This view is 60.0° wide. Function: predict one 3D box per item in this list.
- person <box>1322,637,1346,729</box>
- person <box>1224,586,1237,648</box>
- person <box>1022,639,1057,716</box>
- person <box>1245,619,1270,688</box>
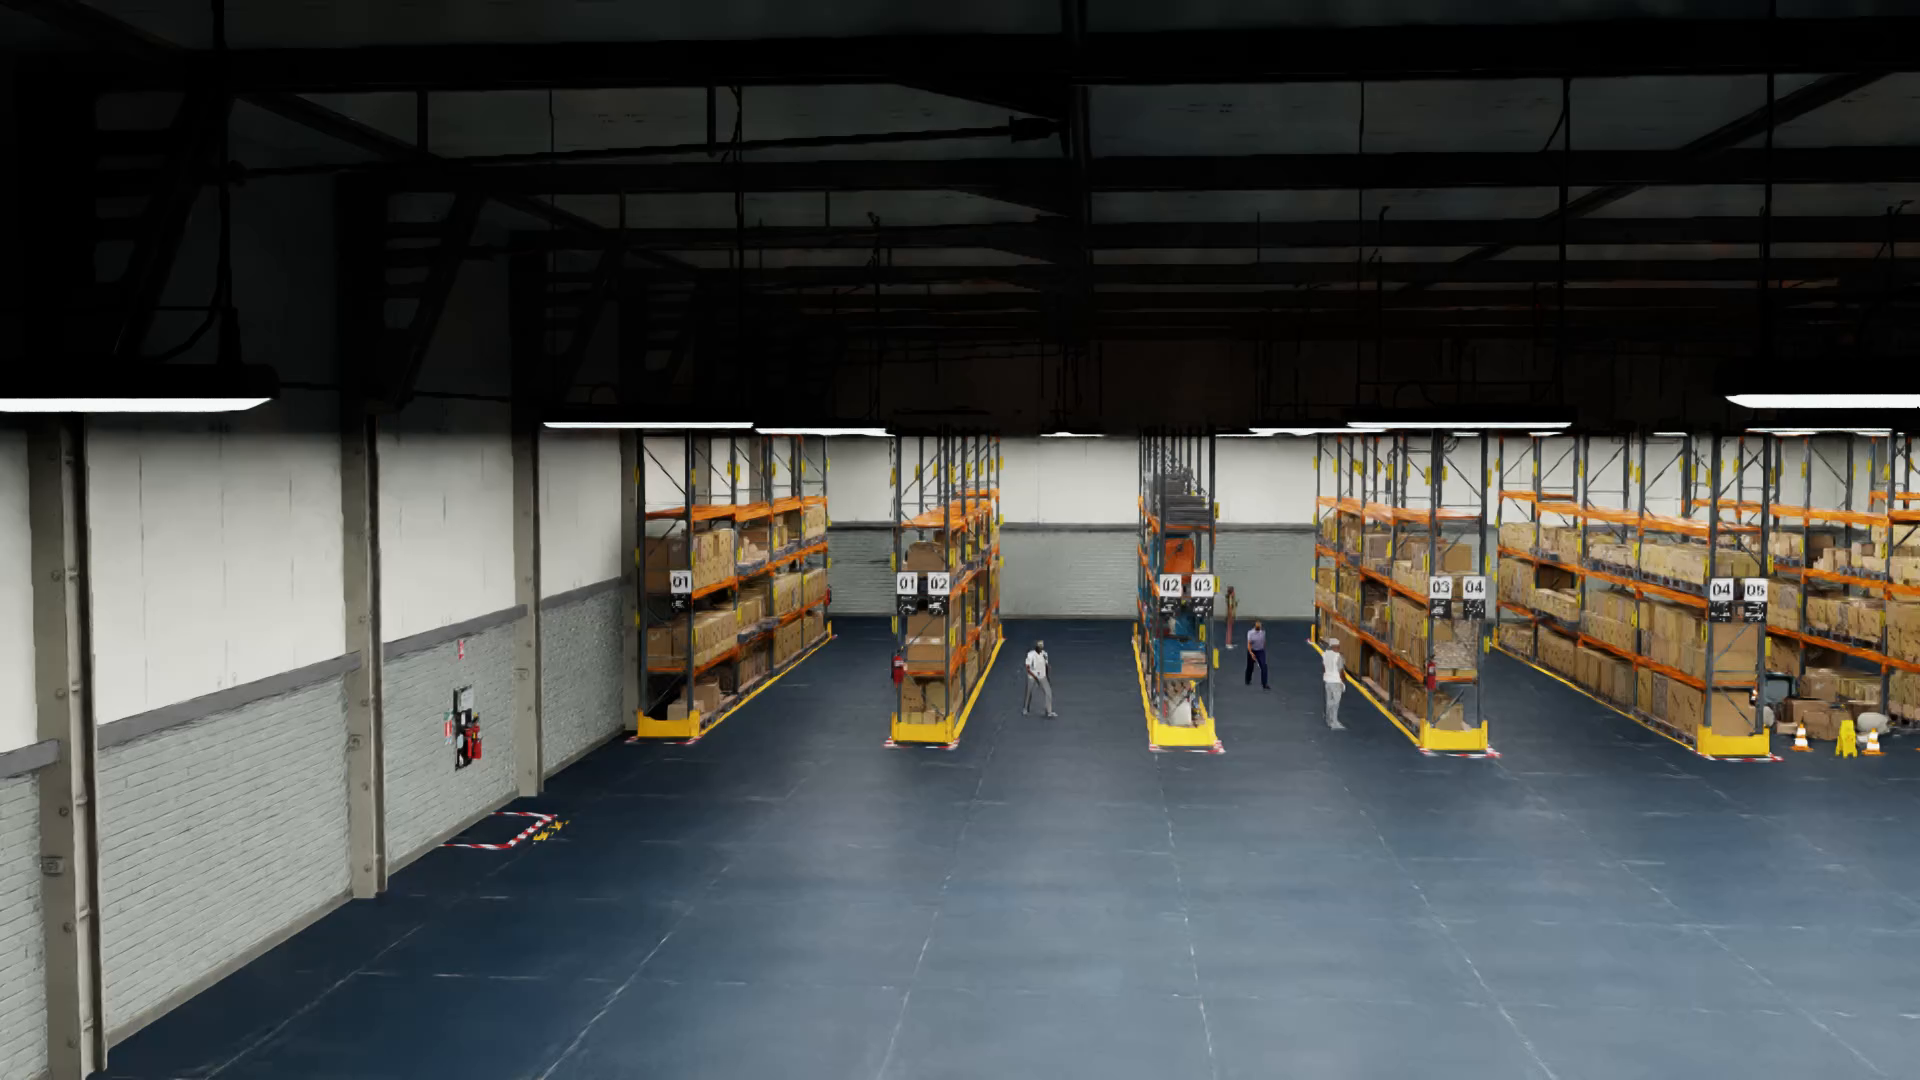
[{"bbox_3d":[7.423,2.813,32.864,0.456,1.786,0.620,-2,4,-26],"label":"person"},{"bbox_3d":[7.432,2.106,45.548,0.390,1.669,0.562,0,3,0],"label":"person"},{"bbox_3d":[1.617,2.822,34.310,0.625,1.608,0.800,-1,4,-13],"label":"person"},{"bbox_3d":[6.801,2.593,38.191,0.478,1.575,1.000,0,3,-4],"label":"person"}]
